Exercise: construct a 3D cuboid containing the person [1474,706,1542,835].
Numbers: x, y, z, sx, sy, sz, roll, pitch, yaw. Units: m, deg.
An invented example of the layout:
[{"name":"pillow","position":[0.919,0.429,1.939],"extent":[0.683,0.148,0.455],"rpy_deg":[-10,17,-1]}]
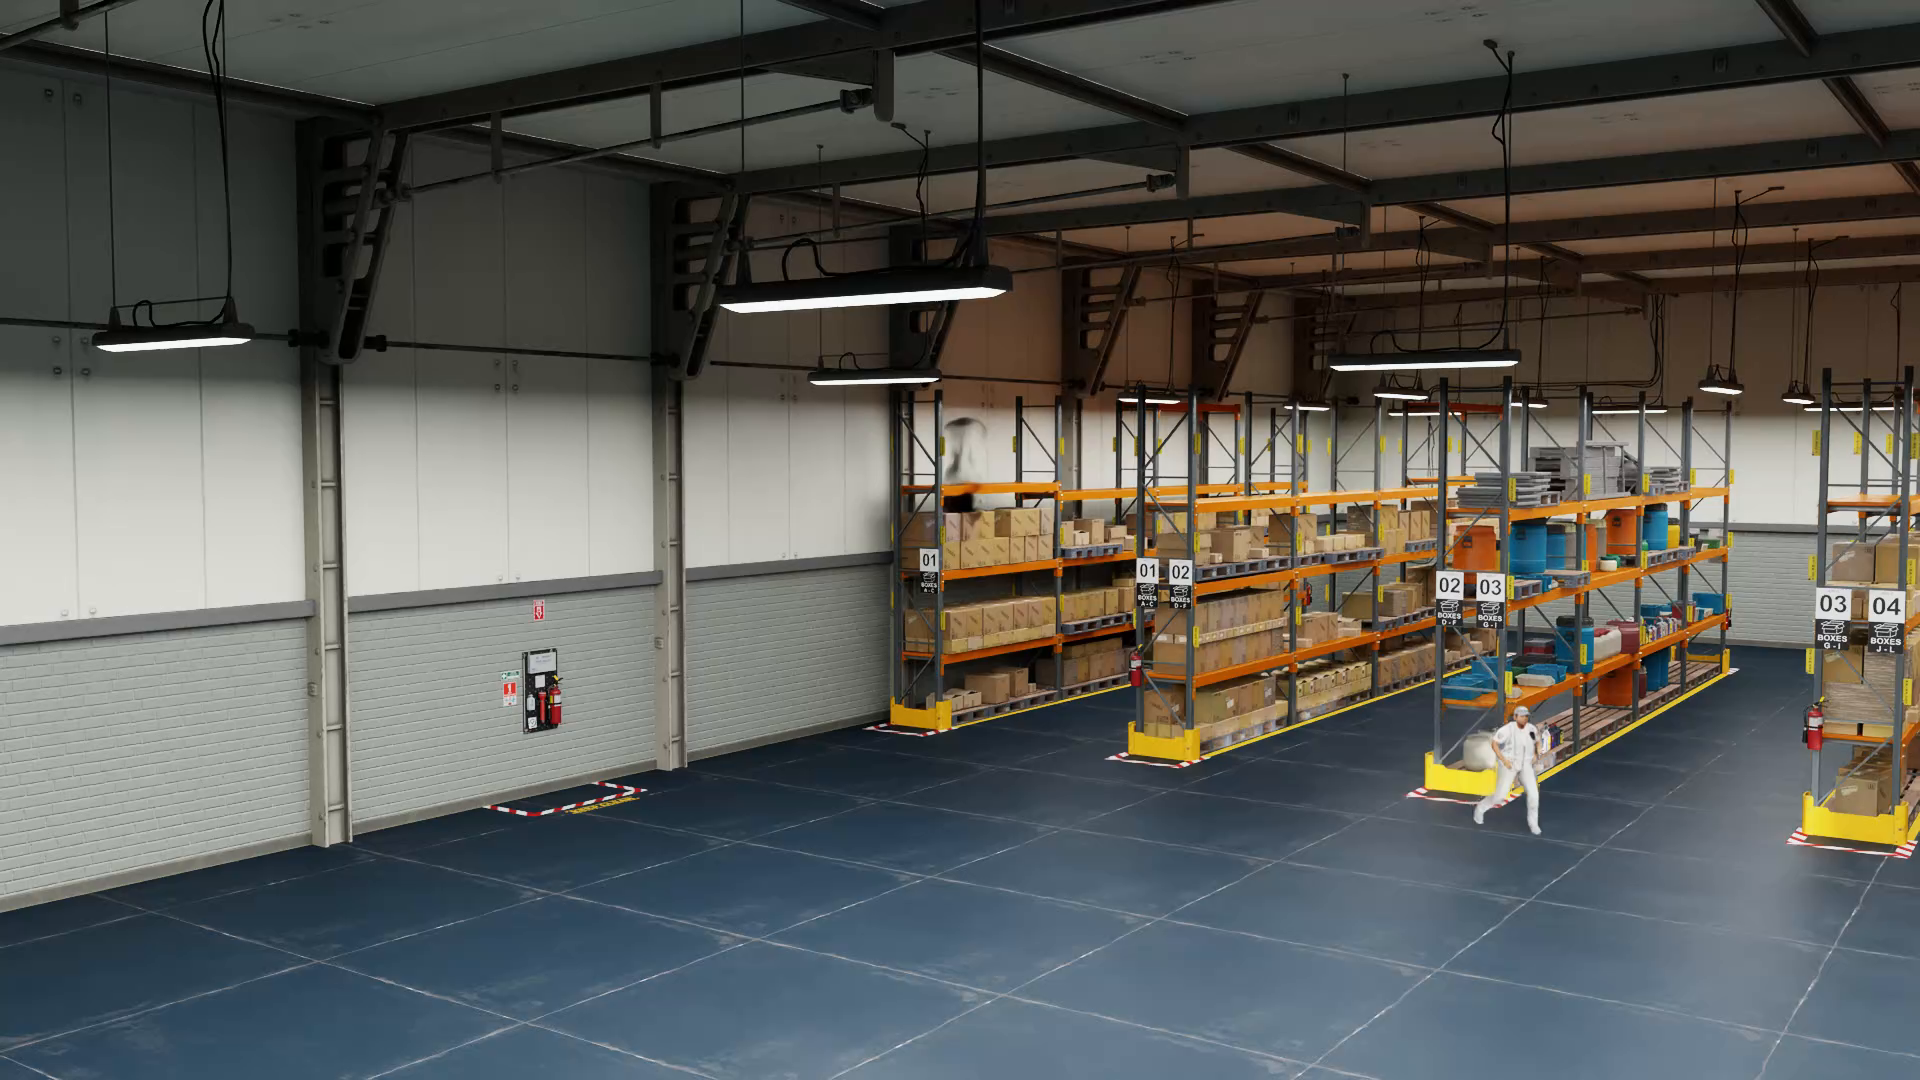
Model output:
[{"name":"person","position":[7.212,2.989,21.720],"extent":[0.851,1.670,0.700],"rpy_deg":[-1,3,-10]}]
